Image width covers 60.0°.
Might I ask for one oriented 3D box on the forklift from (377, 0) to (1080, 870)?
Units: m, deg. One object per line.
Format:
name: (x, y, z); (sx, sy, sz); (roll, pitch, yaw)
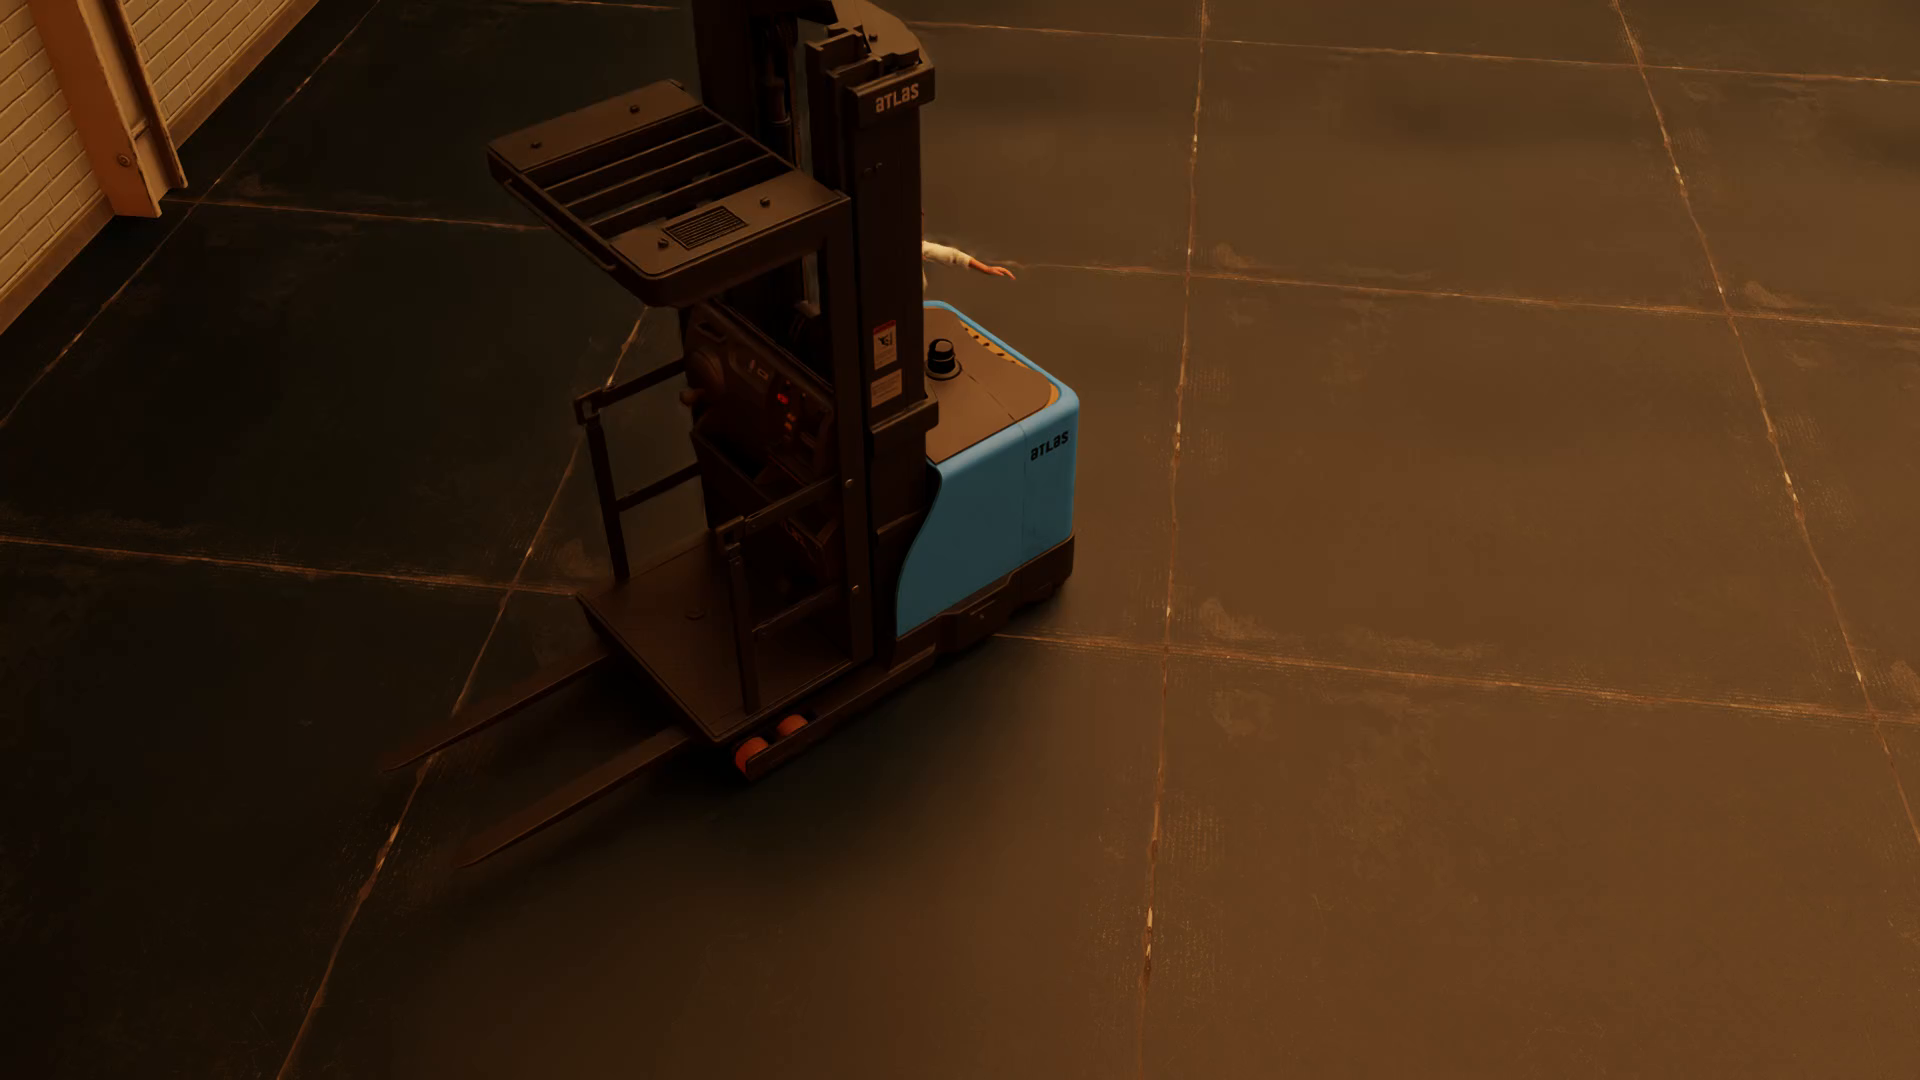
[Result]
forklift: (-0.938, -0.510, 6.280); (3.031, 2.935, 1.130); (-29, 50, -28)

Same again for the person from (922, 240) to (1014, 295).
person: (-0.104, -0.920, 7.877); (0.755, 1.366, 0.832); (13, 44, 14)
